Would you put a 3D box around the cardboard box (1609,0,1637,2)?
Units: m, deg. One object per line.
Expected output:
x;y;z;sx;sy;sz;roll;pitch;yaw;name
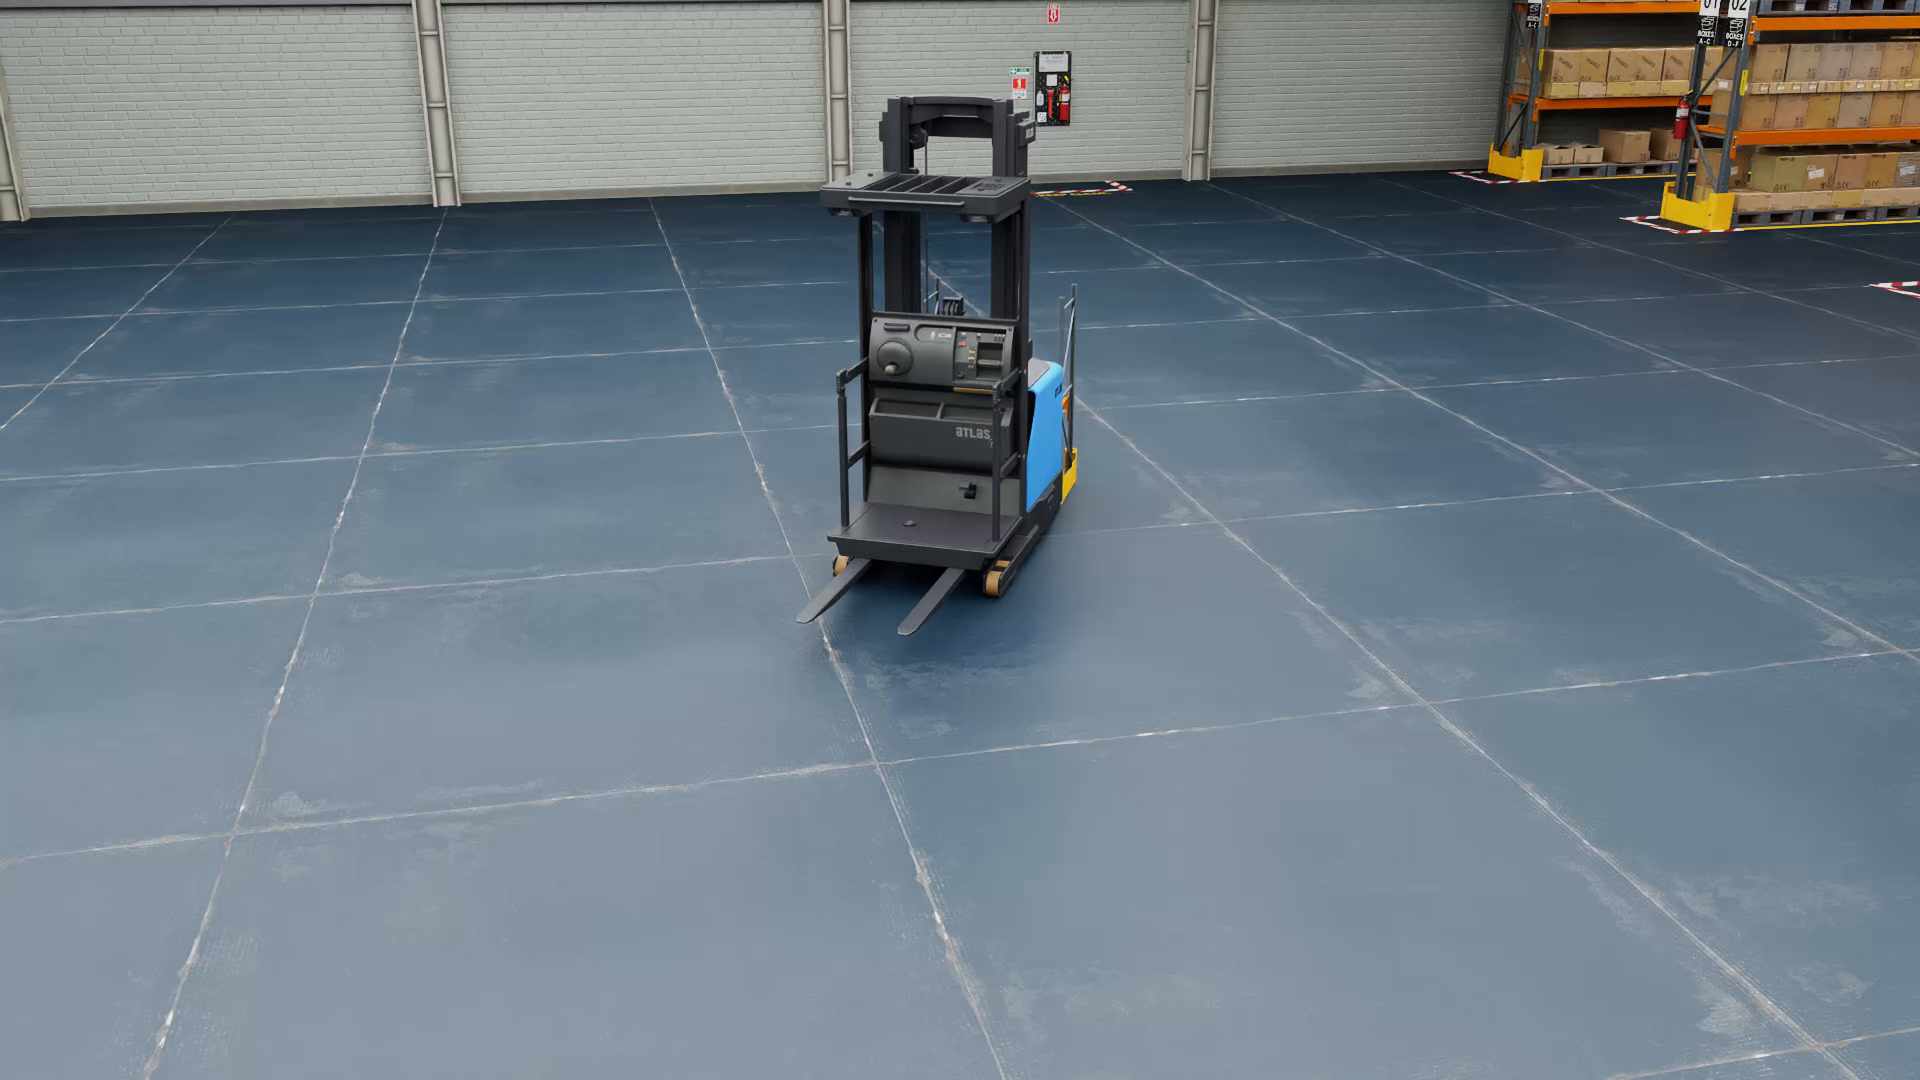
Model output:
10.704;-9.040;27.096;0.500;0.500;0.500;-4;20;-10;cardboard box

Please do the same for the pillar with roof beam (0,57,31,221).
-12.597;-7.380;18.379;0.400;9.000;9.100;-5;21;-12;pillar with roof beam

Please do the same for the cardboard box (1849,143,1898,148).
13.314;-5.502;24.270;0.500;0.500;0.500;-5;21;-12;cardboard box

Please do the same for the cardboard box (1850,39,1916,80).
12.913;-6.757;23.368;0.500;0.500;0.700;-5;21;-12;cardboard box

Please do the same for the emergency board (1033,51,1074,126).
1.515;-7.246;26.735;0.643;1.169;0.194;-5;21;-12;emergency board

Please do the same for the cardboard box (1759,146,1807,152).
11.853;-5.386;23.952;0.500;0.500;0.500;-5;21;-12;cardboard box

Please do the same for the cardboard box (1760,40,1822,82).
11.449;-6.638;23.042;0.500;0.500;0.700;-5;21;-14;cardboard box

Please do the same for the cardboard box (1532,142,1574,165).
9.980;-6.528;28.043;0.500;0.311;0.500;-7;21;-19;cardboard box

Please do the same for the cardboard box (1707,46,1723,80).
12.790;-8.026;27.962;0.500;0.500;0.500;-5;21;-13;cardboard box

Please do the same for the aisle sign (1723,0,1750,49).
10.436;-7.014;22.322;0.004;0.787;0.394;-5;21;-12;aisle sign

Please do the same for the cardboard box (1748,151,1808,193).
11.489;-5.168;23.357;0.500;0.500;0.500;-5;21;-12;cardboard box

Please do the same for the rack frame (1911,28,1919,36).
17.071;-8.192;29.318;0.127;3.000;1.000;-5;21;-12;rack frame

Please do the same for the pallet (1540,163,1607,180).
10.159;-6.308;28.228;1.213;0.211;1.003;-5;21;-12;pallet

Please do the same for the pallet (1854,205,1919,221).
13.539;-4.860;24.274;1.213;0.211;1.003;-5;21;-12;pallet

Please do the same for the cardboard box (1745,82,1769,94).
10.861;-6.212;22.823;0.250;0.149;0.380;-5;21;-13;cardboard box

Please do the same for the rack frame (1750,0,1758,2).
10.430;-8.718;22.031;0.127;3.000;1.000;-5;21;-12;rack frame

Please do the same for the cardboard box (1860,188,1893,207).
12.949;-4.933;23.808;0.500;0.250;0.500;-5;21;-12;cardboard box

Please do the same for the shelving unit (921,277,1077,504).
0.283;-1.104;12.147;1.083;1.500;0.587;5;21;14;shelving unit

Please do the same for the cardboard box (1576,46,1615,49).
10.690;-8.038;27.994;0.500;0.500;0.500;-5;21;-14;cardboard box

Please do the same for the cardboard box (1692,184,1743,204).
10.883;-4.949;23.850;0.500;0.250;0.500;-5;21;-12;cardboard box

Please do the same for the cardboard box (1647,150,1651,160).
11.618;-6.624;28.541;0.250;0.149;0.380;-6;21;-17;cardboard box

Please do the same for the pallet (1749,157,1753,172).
13.936;-6.628;29.103;1.213;0.211;1.003;-5;21;-12;pallet

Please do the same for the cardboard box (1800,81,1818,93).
11.606;-6.272;22.987;0.250;0.149;0.380;-5;21;-13;cardboard box

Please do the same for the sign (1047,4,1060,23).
1.485;-8.367;26.426;0.199;0.298;0.001;-5;21;-12;sign

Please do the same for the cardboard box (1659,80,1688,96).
11.815;-7.594;27.874;0.500;0.250;0.500;-5;21;-13;cardboard box

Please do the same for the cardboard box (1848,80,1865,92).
12.357;-6.333;23.154;0.250;0.149;0.380;-4;21;-12;cardboard box

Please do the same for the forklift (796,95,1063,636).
-0.177;-1.171;10.250;1.130;2.935;3.031;6;21;16;forklift

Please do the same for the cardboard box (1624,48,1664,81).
11.307;-7.907;27.637;0.500;0.500;0.500;-4;20;-11;cardboard box

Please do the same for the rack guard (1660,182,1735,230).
10.406;-4.726;23.488;0.348;0.500;1.175;-5;21;-12;rack guard

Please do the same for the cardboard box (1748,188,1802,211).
11.488;-4.816;23.488;0.500;0.250;0.500;-5;21;-12;cardboard box

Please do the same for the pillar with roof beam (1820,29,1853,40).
16.598;-9.755;24.862;0.400;9.000;9.100;-5;21;-12;pillar with roof beam

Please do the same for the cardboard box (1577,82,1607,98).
10.336;-7.476;27.552;0.500;0.250;0.500;-5;21;-14;cardboard box

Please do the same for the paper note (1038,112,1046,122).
1.327;-6.842;26.912;0.142;0.148;0.016;-5;21;-12;paper note

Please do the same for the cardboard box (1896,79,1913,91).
13.116;-6.396;23.326;0.250;0.149;0.380;-5;21;-13;cardboard box

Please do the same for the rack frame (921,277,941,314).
-0.218;-1.149;12.269;0.032;1.500;0.500;5;21;14;rack frame

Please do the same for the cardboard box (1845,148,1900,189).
12.946;-5.290;23.691;0.500;0.500;0.500;-5;21;-12;cardboard box

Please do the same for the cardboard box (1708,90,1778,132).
10.887;-5.981;23.135;0.500;0.500;0.700;-5;21;-12;cardboard box

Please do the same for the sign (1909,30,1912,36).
16.940;-8.921;29.625;0.005;0.325;0.100;-5;21;-12;sign

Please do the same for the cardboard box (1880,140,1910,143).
16.383;-7.151;29.469;0.500;0.500;0.700;-4;21;-12;cardboard box

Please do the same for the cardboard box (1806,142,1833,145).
14.888;-7.057;29.213;0.500;0.500;0.700;-4;21;-12;cardboard box

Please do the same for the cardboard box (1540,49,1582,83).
9.820;-7.787;27.311;0.500;0.500;0.500;-5;21;-12;cardboard box

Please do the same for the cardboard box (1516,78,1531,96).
9.696;-7.600;27.890;0.500;0.250;0.500;-4;21;-12;cardboard box

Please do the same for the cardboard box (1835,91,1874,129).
12.393;-6.104;23.472;0.500;0.500;0.700;-4;21;-11;cardboard box

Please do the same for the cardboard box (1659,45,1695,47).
12.169;-8.160;28.328;0.500;0.500;0.500;-5;21;-13;cardboard box
